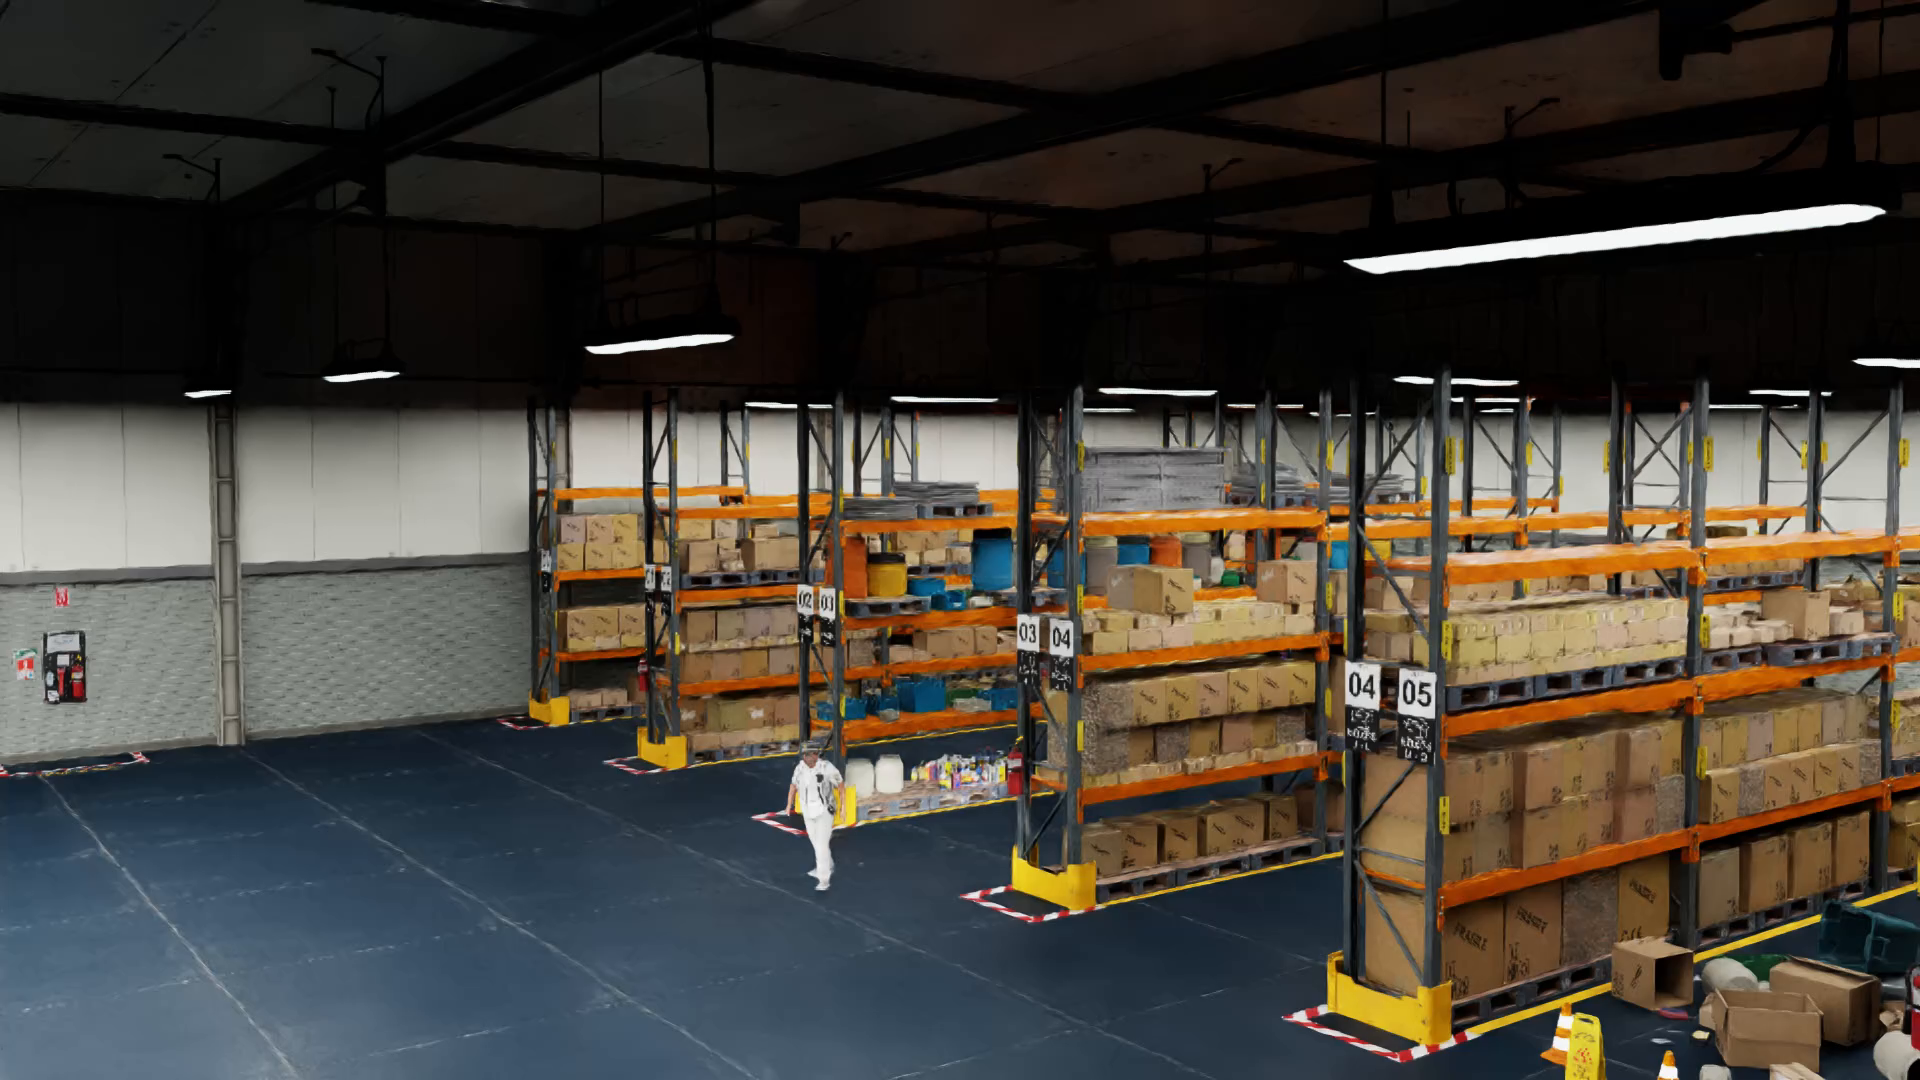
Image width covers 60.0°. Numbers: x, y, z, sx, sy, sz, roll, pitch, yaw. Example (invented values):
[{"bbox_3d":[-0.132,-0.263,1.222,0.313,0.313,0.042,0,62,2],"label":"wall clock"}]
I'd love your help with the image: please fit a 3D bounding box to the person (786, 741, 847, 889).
[{"bbox_3d":[-1.639,3.160,19.430,0.705,1.694,0.833,2,4,35],"label":"person"}]
